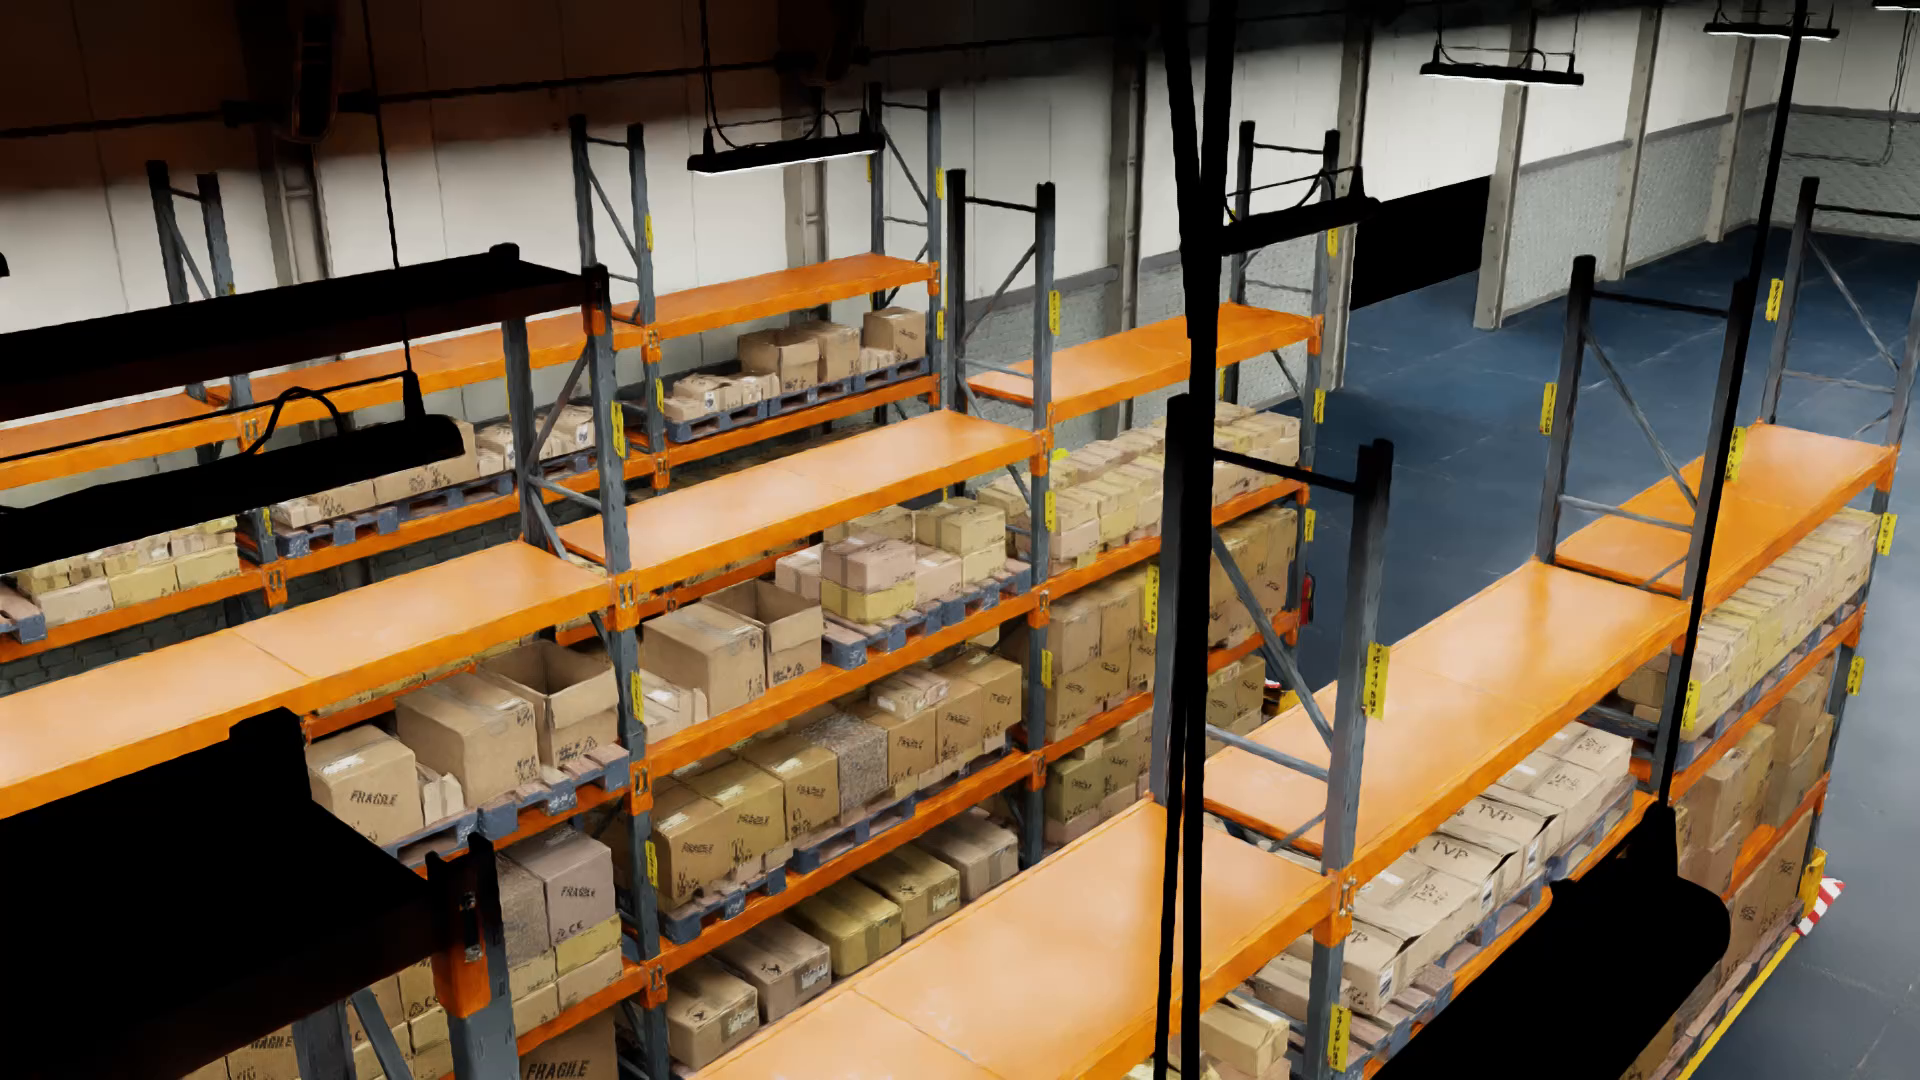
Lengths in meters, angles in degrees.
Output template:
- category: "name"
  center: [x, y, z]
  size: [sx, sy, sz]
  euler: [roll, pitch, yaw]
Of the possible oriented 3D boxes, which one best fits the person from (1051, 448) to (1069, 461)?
- category: "person"
  center: [1.097, -0.295, 20.438]
  size: [0.971, 1.713, 0.614]
  euler: [-10, 23, -25]
